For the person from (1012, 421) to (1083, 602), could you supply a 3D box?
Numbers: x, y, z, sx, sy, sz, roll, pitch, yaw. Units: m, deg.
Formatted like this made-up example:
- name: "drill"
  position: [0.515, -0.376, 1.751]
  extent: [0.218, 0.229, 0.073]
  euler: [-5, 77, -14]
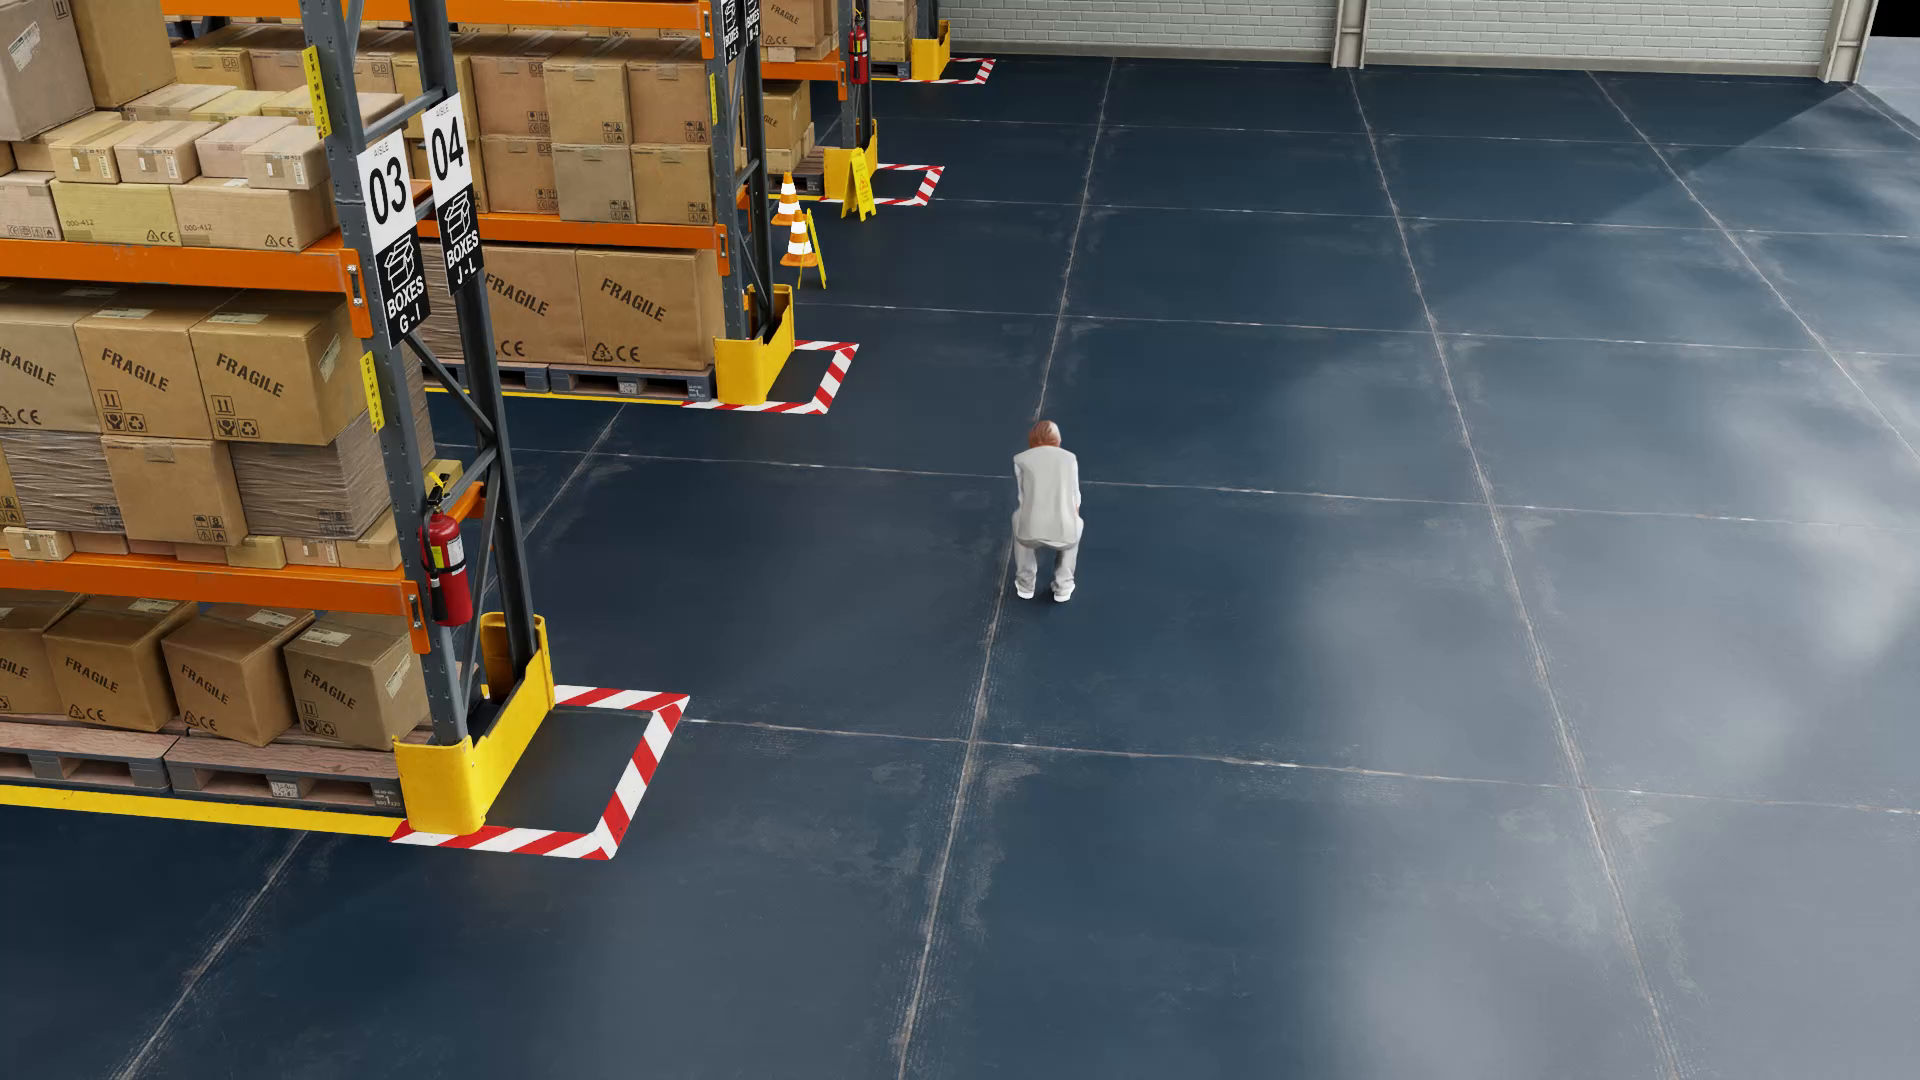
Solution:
- name: "person"
  position: [0.508, -0.151, 9.646]
  extent: [0.420, 0.895, 0.835]
  euler: [3, 29, 5]
